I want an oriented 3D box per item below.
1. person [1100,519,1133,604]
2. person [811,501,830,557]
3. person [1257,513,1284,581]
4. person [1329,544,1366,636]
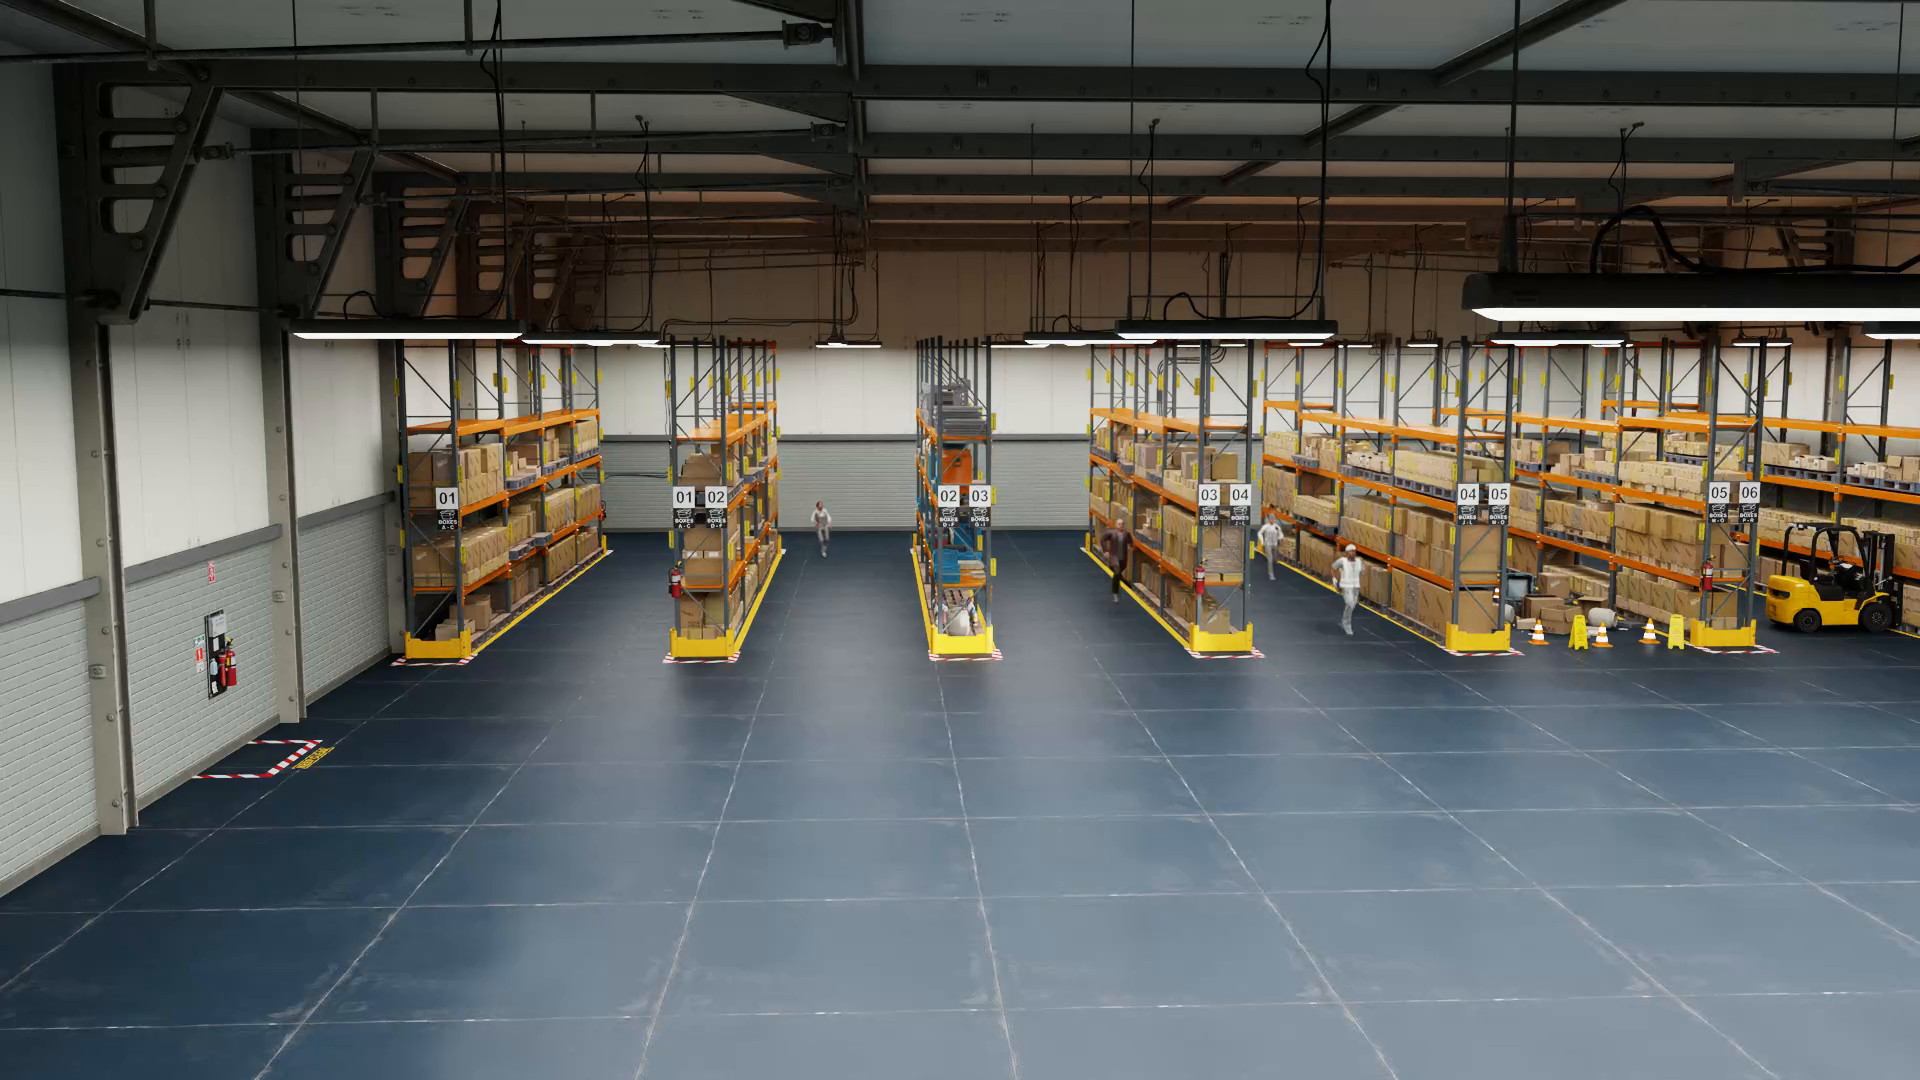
[{"bbox_3d":[3.466,0.452,36.438,0.672,1.837,0.864,-2,7,-16],"label":"person"},{"bbox_3d":[-3.870,-0.310,46.374,0.571,1.554,0.479,-2,7,-17],"label":"person"},{"bbox_3d":[7.812,0.150,41.763,0.625,1.655,0.843,-1,7,-5],"label":"person"},{"bbox_3d":[7.924,1.005,33.786,0.657,1.843,0.768,-2,7,-20],"label":"person"}]
